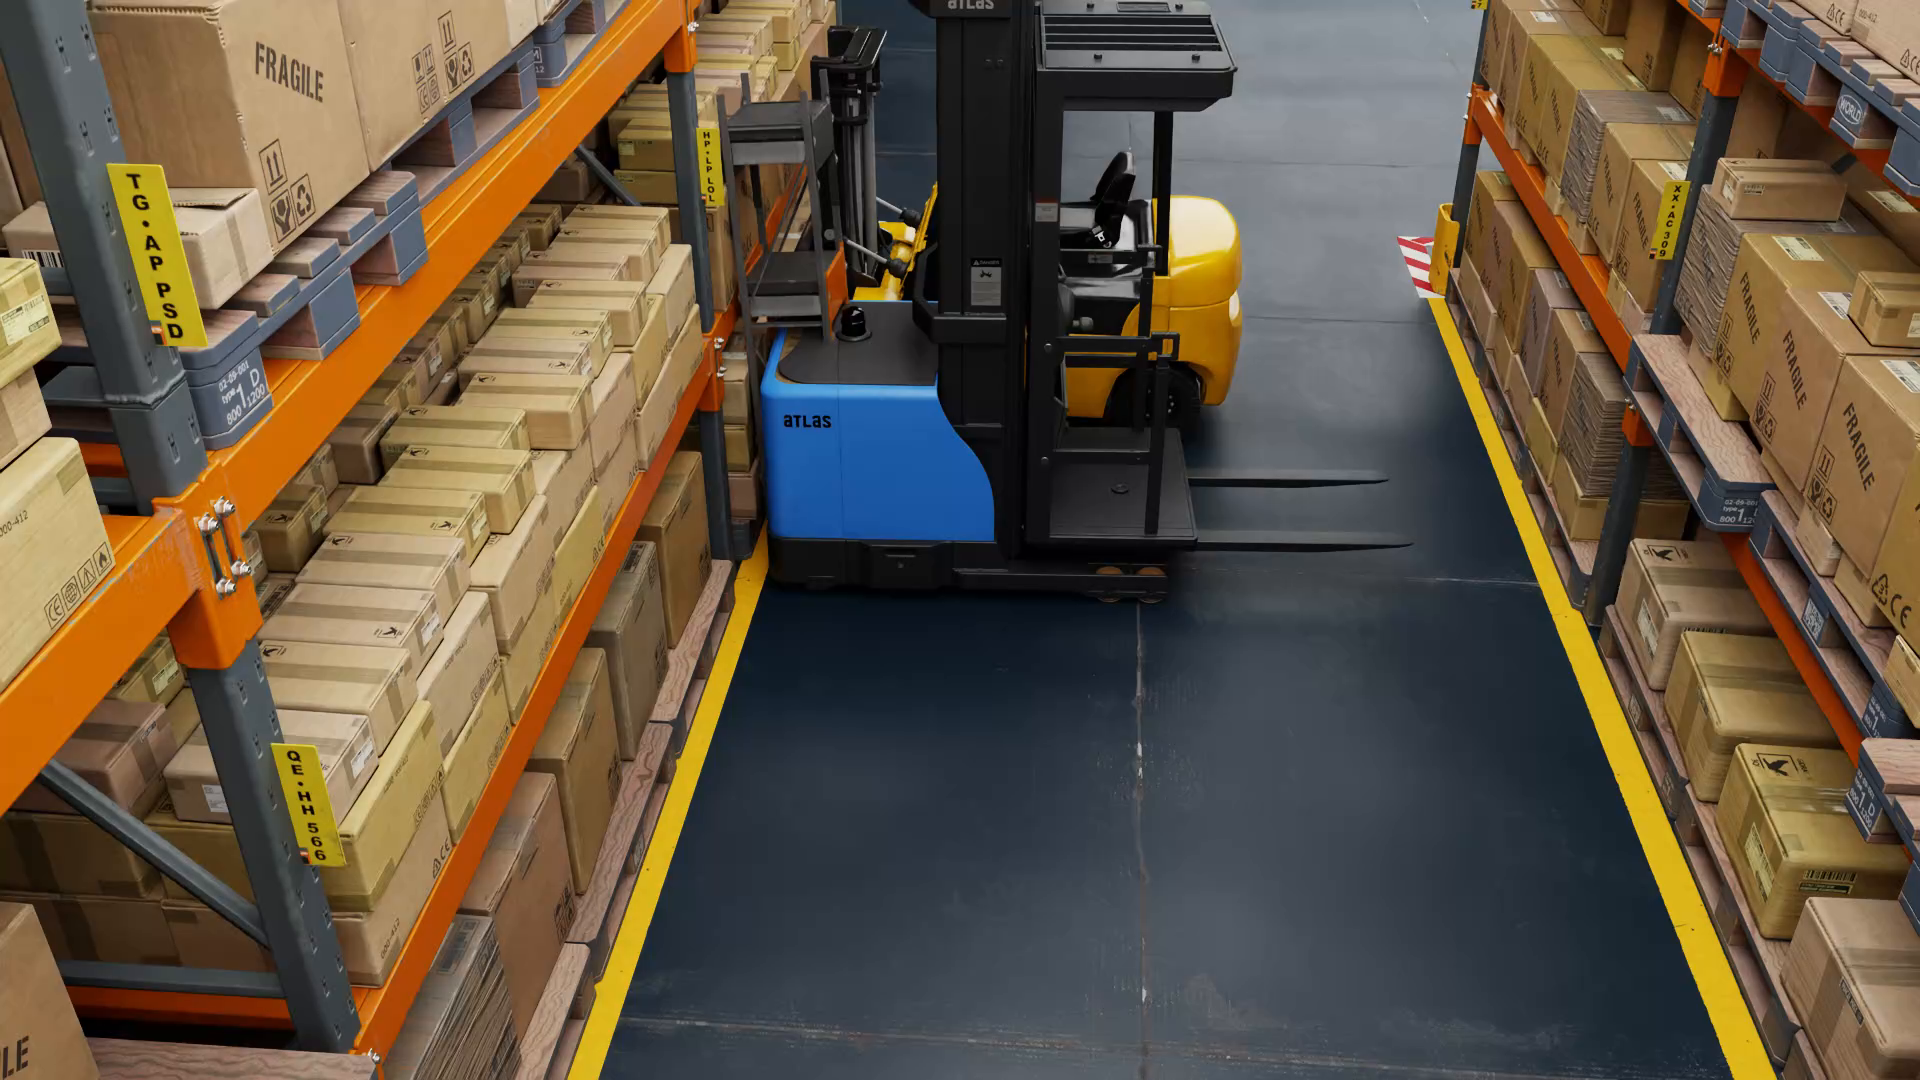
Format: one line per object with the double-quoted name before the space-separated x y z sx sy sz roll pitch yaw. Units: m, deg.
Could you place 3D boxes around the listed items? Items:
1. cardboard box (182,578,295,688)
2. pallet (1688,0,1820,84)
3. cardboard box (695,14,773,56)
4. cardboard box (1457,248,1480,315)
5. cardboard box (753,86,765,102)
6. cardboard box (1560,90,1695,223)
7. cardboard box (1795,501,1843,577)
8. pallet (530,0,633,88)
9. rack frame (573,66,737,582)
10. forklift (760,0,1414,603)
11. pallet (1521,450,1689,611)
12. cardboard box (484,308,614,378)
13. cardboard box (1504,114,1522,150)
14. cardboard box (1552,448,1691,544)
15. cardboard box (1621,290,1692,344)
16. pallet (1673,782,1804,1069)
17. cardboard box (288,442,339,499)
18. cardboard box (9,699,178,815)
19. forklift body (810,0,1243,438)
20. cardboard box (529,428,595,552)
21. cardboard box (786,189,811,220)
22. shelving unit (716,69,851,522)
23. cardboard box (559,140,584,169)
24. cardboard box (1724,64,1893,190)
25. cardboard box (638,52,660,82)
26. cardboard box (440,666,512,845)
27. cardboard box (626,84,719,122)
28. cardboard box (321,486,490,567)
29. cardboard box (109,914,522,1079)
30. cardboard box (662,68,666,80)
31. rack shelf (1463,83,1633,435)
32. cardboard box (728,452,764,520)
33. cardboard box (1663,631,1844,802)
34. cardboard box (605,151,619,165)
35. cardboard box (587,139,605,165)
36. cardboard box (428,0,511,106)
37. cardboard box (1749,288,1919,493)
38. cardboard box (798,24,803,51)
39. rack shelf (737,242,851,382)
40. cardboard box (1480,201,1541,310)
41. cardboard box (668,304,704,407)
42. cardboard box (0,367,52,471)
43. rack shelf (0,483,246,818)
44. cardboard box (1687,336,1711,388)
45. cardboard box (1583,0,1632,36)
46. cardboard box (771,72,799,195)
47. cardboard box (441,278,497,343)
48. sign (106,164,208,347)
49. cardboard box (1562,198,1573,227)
"cardboard box" -2.100 0.332 4.518 0.500 0.250 0.500 3 32 4
"pallet" 3.217 -1.765 5.574 1.213 0.211 1.003 2 32 4
"cardboard box" -1.186 -2.634 8.668 0.380 0.149 0.250 3 32 5
"cardboard box" 3.358 -1.576 10.168 0.500 0.250 0.500 2 32 4
"cardboard box" -1.156 -2.106 8.095 0.380 0.149 0.250 2 32 3
"cardboard box" 3.235 -1.839 7.996 0.500 0.500 0.500 3 32 5
"cardboard box" 2.880 -0.002 5.233 0.380 0.149 0.250 4 32 6
"pallet" -1.633 -1.830 5.683 0.805 0.209 1.217 1 32 2
"rack frame" -1.574 -1.096 7.169 1.000 3.000 0.127 2 32 4
"forklift" 0.625 -1.238 7.465 3.031 2.935 1.130 1 32 1
"pallet" 3.393 -0.051 8.132 1.003 0.211 1.213 2 32 4
"cardboard box" -1.429 -0.688 5.793 0.380 0.149 0.250 2 32 3
"cardboard box" 3.290 -2.303 9.368 0.380 0.149 0.250 3 32 5
"cardboard box" 3.154 -0.215 7.960 0.500 0.250 0.500 4 32 6
"cardboard box" 3.096 -0.960 7.188 0.380 0.149 0.250 2 32 3
"pallet" 3.215 1.348 5.861 1.003 0.211 1.213 2 32 4
"cardboard box" -2.096 -0.175 4.961 0.380 0.149 0.250 2 32 3
"cardboard box" -2.075 0.498 3.869 0.380 0.149 0.250 3 32 6
"forklift body" 0.416 -1.757 9.051 2.313 2.155 1.214 2 32 4
"cardboard box" -1.501 -0.178 5.346 0.500 0.250 0.500 3 32 5
"cardboard box" -1.042 -1.836 9.637 0.500 0.250 0.500 3 32 5
"shelving unit" -0.768 -1.090 7.831 0.431 2.100 0.503 -1 26 7
"cardboard box" -1.849 -1.721 7.187 0.380 0.149 0.250 3 32 4
"cardboard box" 3.626 -1.702 6.820 0.700 0.500 0.500 2 32 3
"cardboard box" -1.713 -2.389 8.271 0.380 0.149 0.250 2 32 3
"cardboard box" -1.574 0.575 4.601 0.500 0.250 0.500 2 32 3
"cardboard box" -1.309 -1.970 7.590 0.380 0.149 0.250 2 32 3
"cardboard box" -1.565 -0.022 4.713 0.380 0.149 0.250 3 32 5
"cardboard box" -1.835 1.502 4.816 0.875 0.625 0.625 3 32 6
"cardboard box" -1.679 -2.400 8.571 0.380 0.149 0.250 1 32 2
"rack shelf" 3.537 -1.625 8.714 1.077 0.370 4.000 2 32 4
"cardboard box" -1.204 -0.343 8.168 0.500 0.250 0.500 3 32 4
"cardboard box" 3.278 0.704 6.352 0.950 0.372 0.625 4 32 7
"cardboard box" -1.762 -1.645 7.966 0.500 0.500 0.500 3 32 5
"cardboard box" -1.818 -1.726 7.478 0.380 0.149 0.250 2 32 3
"cardboard box" -1.515 -1.446 4.287 0.500 0.500 0.500 3 32 5
"cardboard box" 2.956 -0.481 5.392 0.500 0.500 0.500 2 32 4
"cardboard box" -1.077 -2.774 9.179 0.380 0.149 0.250 1 32 2
"rack shelf" -0.767 -1.078 7.837 0.431 0.518 0.480 -1 26 7
"cardboard box" 3.319 -1.609 9.507 0.500 0.500 0.500 1 32 2
"cardboard box" -1.354 -0.757 6.763 0.500 0.250 0.500 3 32 5
"cardboard box" -1.688 -0.192 2.606 0.380 0.149 0.250 3 32 5
"rack shelf" -2.062 1.071 1.480 1.077 0.370 4.000 2 32 4
"cardboard box" 3.014 -0.682 6.337 0.380 0.149 0.250 3 32 5
"cardboard box" 3.827 -3.032 8.978 0.700 0.500 0.500 3 32 4
"cardboard box" -1.149 -2.159 8.800 0.500 0.500 0.500 3 32 4
"cardboard box" -1.912 -0.837 6.035 0.380 0.149 0.250 2 32 4
"sign" -1.359 -0.477 2.813 0.100 0.325 0.005 2 32 4
"cardboard box" 3.226 -1.624 8.265 0.380 0.149 0.250 2 32 3
